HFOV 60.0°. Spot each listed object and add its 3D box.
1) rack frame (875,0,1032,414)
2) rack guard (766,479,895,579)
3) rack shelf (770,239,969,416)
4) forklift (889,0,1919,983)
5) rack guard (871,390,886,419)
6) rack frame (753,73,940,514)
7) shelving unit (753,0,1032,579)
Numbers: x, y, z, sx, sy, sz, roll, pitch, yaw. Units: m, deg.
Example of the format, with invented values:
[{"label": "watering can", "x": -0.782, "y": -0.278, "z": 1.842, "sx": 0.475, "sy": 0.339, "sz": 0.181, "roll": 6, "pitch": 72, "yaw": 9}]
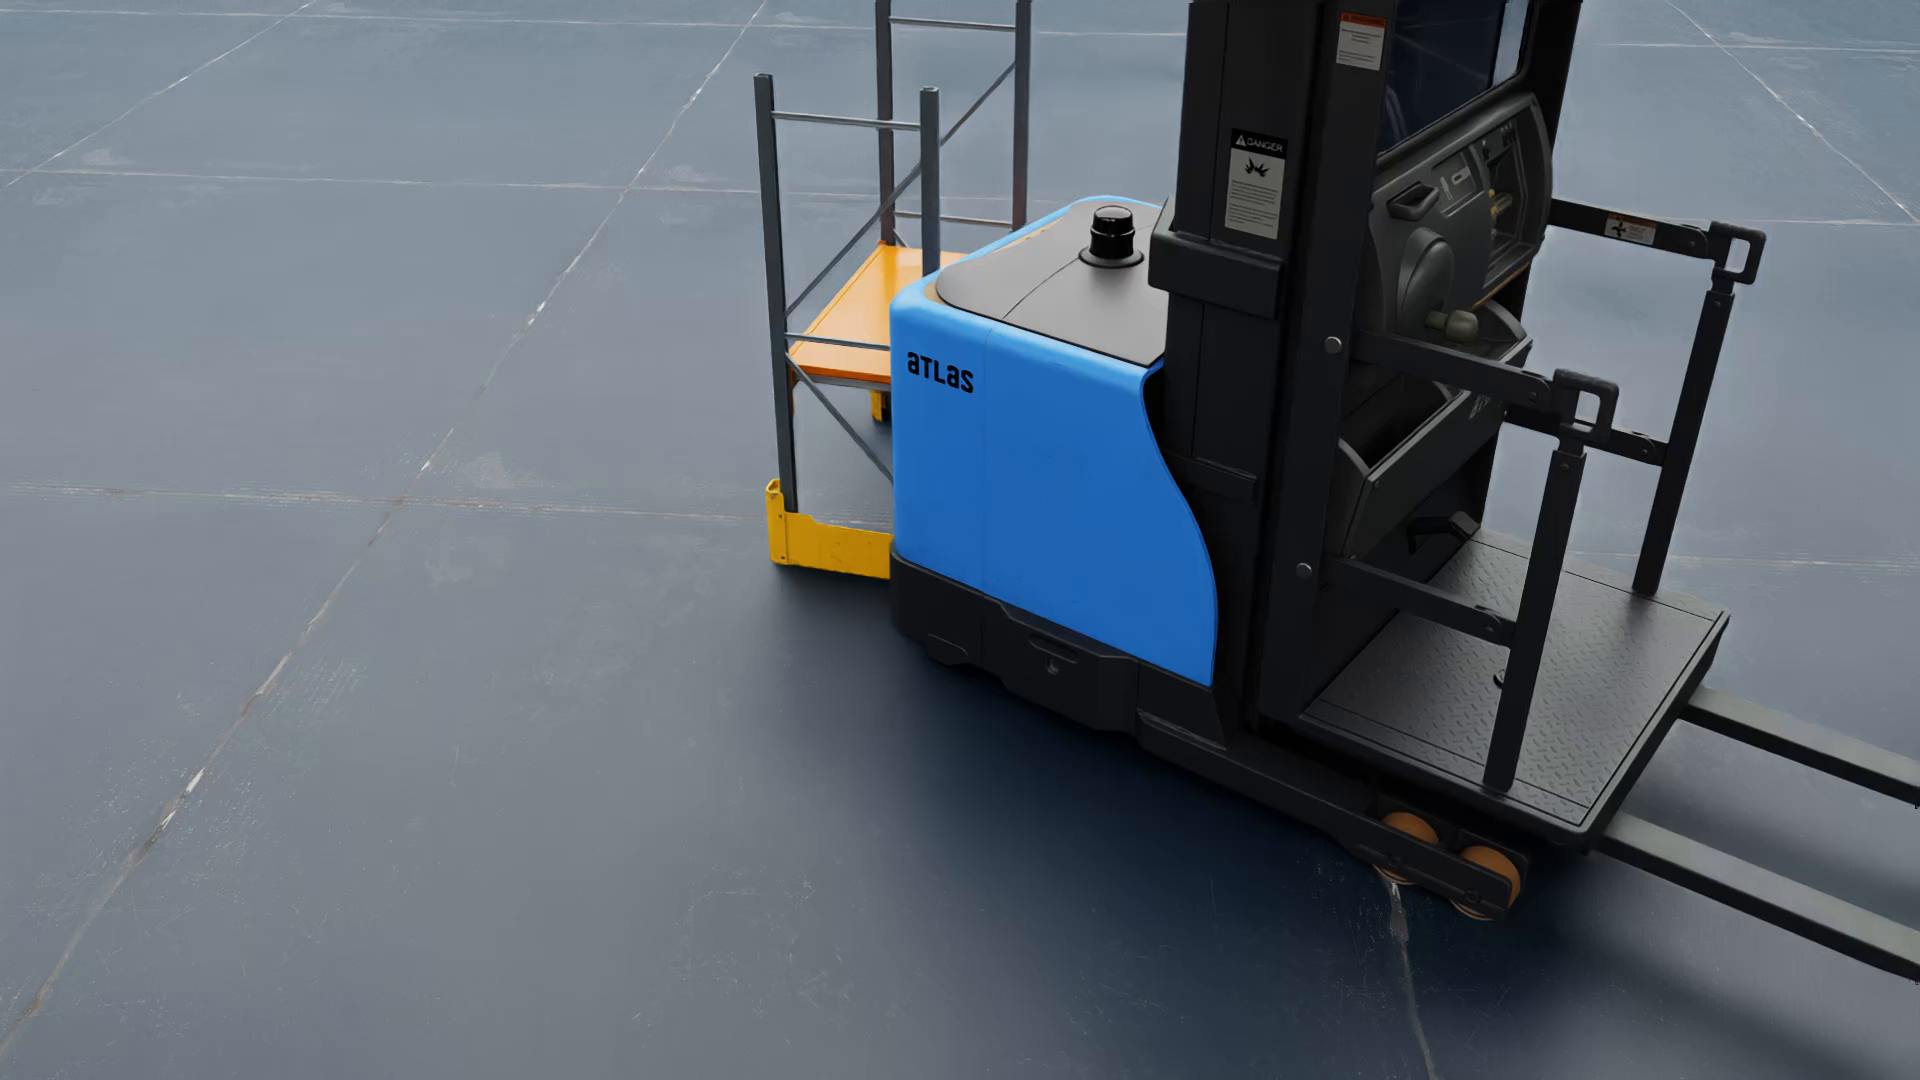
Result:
[{"label": "rack frame", "x": -0.023, "y": -1.066, "z": 5.551, "sx": 0.500, "sy": 1.500, "sz": 0.032, "roll": 8, "pitch": 33, "yaw": 13}, {"label": "rack guard", "x": -0.298, "y": -0.021, "z": 5.046, "sx": 0.587, "sy": 0.250, "sz": 0.087, "roll": 8, "pitch": 33, "yaw": 13}, {"label": "rack shelf", "x": -0.161, "y": -0.656, "z": 5.228, "sx": 0.538, "sy": 0.185, "sz": 1.000, "roll": 8, "pitch": 33, "yaw": 13}, {"label": "forklift", "x": 1.281, "y": -0.690, "z": 3.576, "sx": 3.031, "sy": 2.935, "sz": 1.130, "roll": 22, "pitch": 38, "yaw": 31}, {"label": "rack guard", "x": -0.029, "y": -0.524, "z": 5.863, "sx": 0.587, "sy": 0.250, "sz": 0.087, "roll": 8, "pitch": 33, "yaw": 13}, {"label": "rack frame", "x": -0.298, "y": -0.553, "z": 4.717, "sx": 0.500, "sy": 1.500, "sz": 0.032, "roll": 8, "pitch": 33, "yaw": 13}, {"label": "shelving unit", "x": -0.163, "y": -0.805, "z": 5.127, "sx": 0.587, "sy": 1.500, "sz": 1.083, "roll": 8, "pitch": 33, "yaw": 13}]
